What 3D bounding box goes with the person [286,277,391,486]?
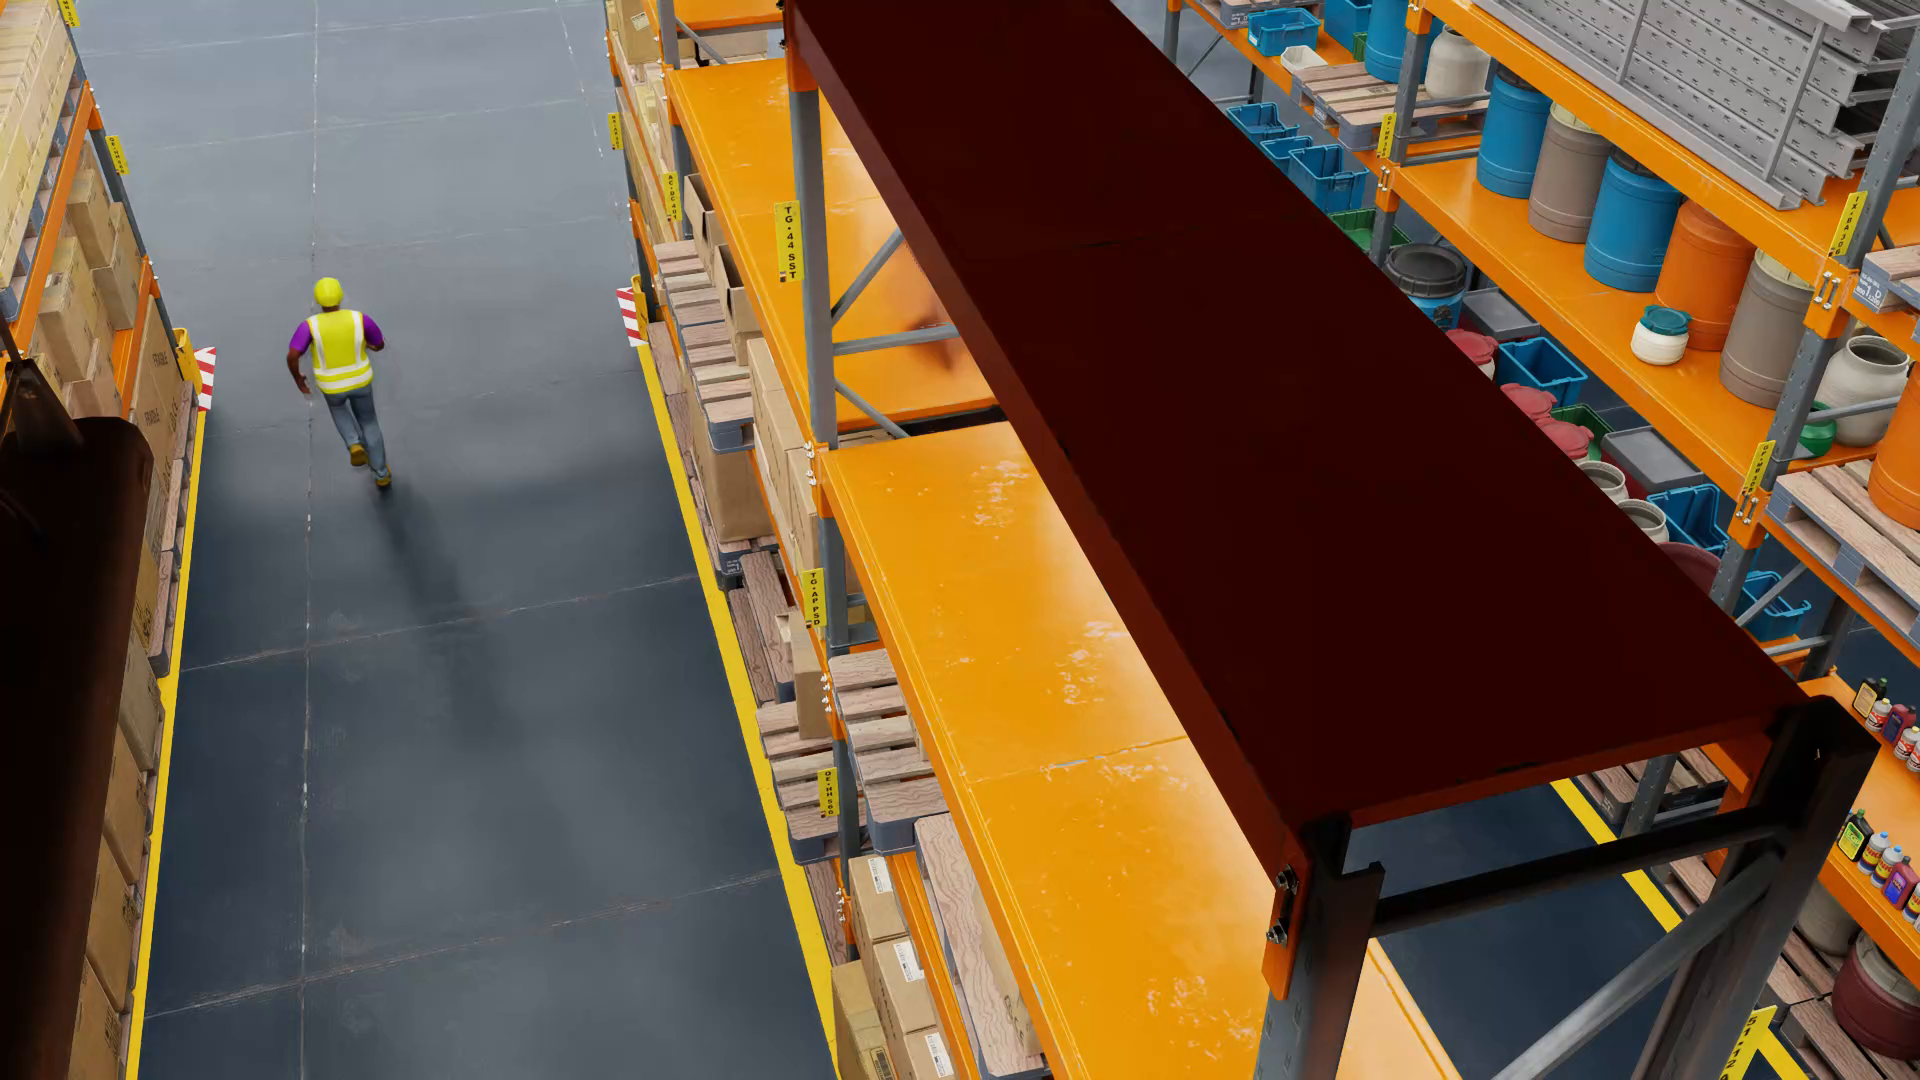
[{"bbox_3d":[-4.837,-1.274,13.034,0.726,1.714,0.743,-15,41,-18],"label":"person"}]
